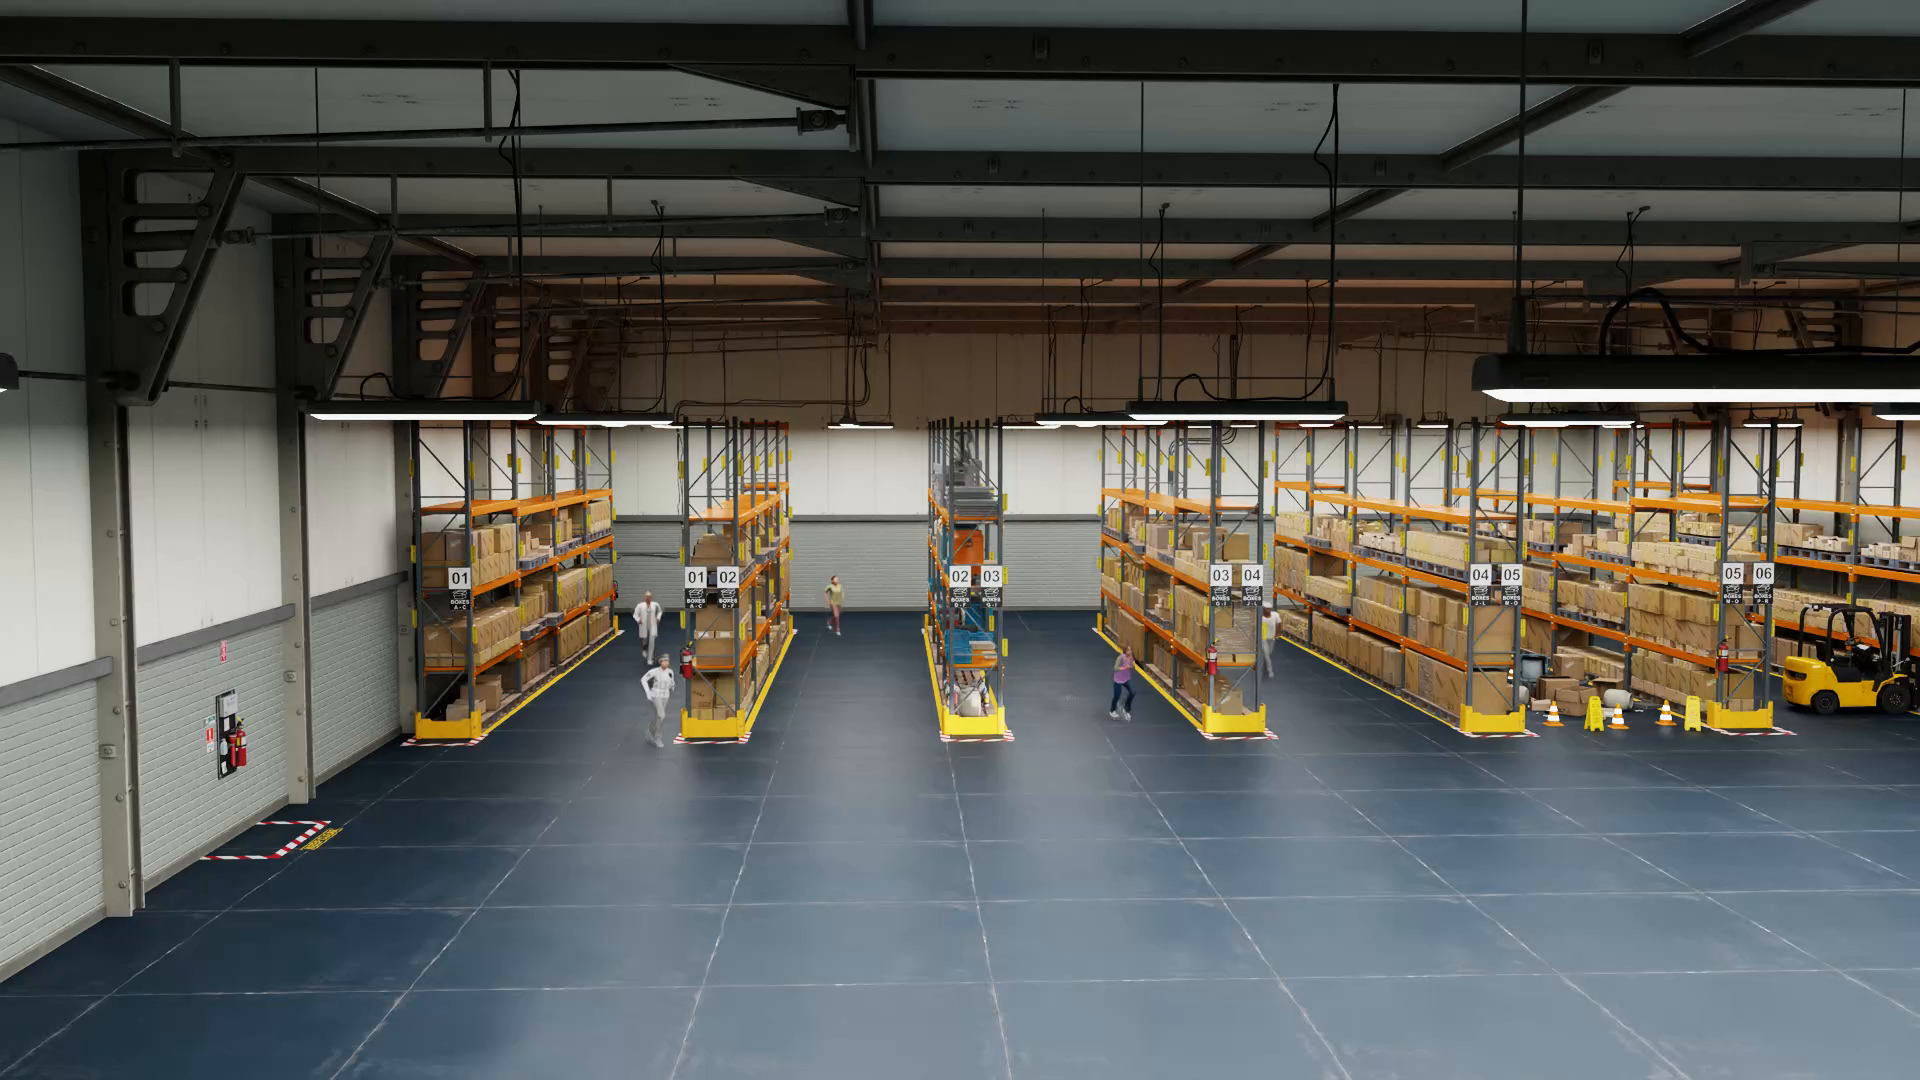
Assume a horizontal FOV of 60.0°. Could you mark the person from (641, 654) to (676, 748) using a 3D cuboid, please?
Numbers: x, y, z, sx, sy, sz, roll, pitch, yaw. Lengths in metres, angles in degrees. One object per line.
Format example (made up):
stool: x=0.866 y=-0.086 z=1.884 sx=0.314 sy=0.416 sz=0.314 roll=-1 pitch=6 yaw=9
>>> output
person: x=-5.496 y=2.926 z=30.426 sx=0.781 sy=1.725 sz=0.586 roll=4 pitch=5 yaw=44

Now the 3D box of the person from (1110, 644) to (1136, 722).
person: x=3.199 y=2.795 z=32.775 sx=0.524 sy=1.553 sz=0.845 roll=-2 pitch=4 yaw=-24

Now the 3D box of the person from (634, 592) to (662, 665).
person: x=-7.697 y=2.172 z=41.074 sx=0.709 sy=1.764 sz=0.918 roll=-1 pitch=4 yaw=-16

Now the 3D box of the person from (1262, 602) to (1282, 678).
person: x=7.210 y=2.315 z=39.174 sx=0.699 sy=1.754 sz=1.071 roll=0 pitch=4 yaw=-7

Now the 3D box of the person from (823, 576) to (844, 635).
person: x=-3.549 y=1.850 z=47.125 sx=0.609 sy=1.658 sz=0.799 roll=-2 pitch=4 yaw=-34
